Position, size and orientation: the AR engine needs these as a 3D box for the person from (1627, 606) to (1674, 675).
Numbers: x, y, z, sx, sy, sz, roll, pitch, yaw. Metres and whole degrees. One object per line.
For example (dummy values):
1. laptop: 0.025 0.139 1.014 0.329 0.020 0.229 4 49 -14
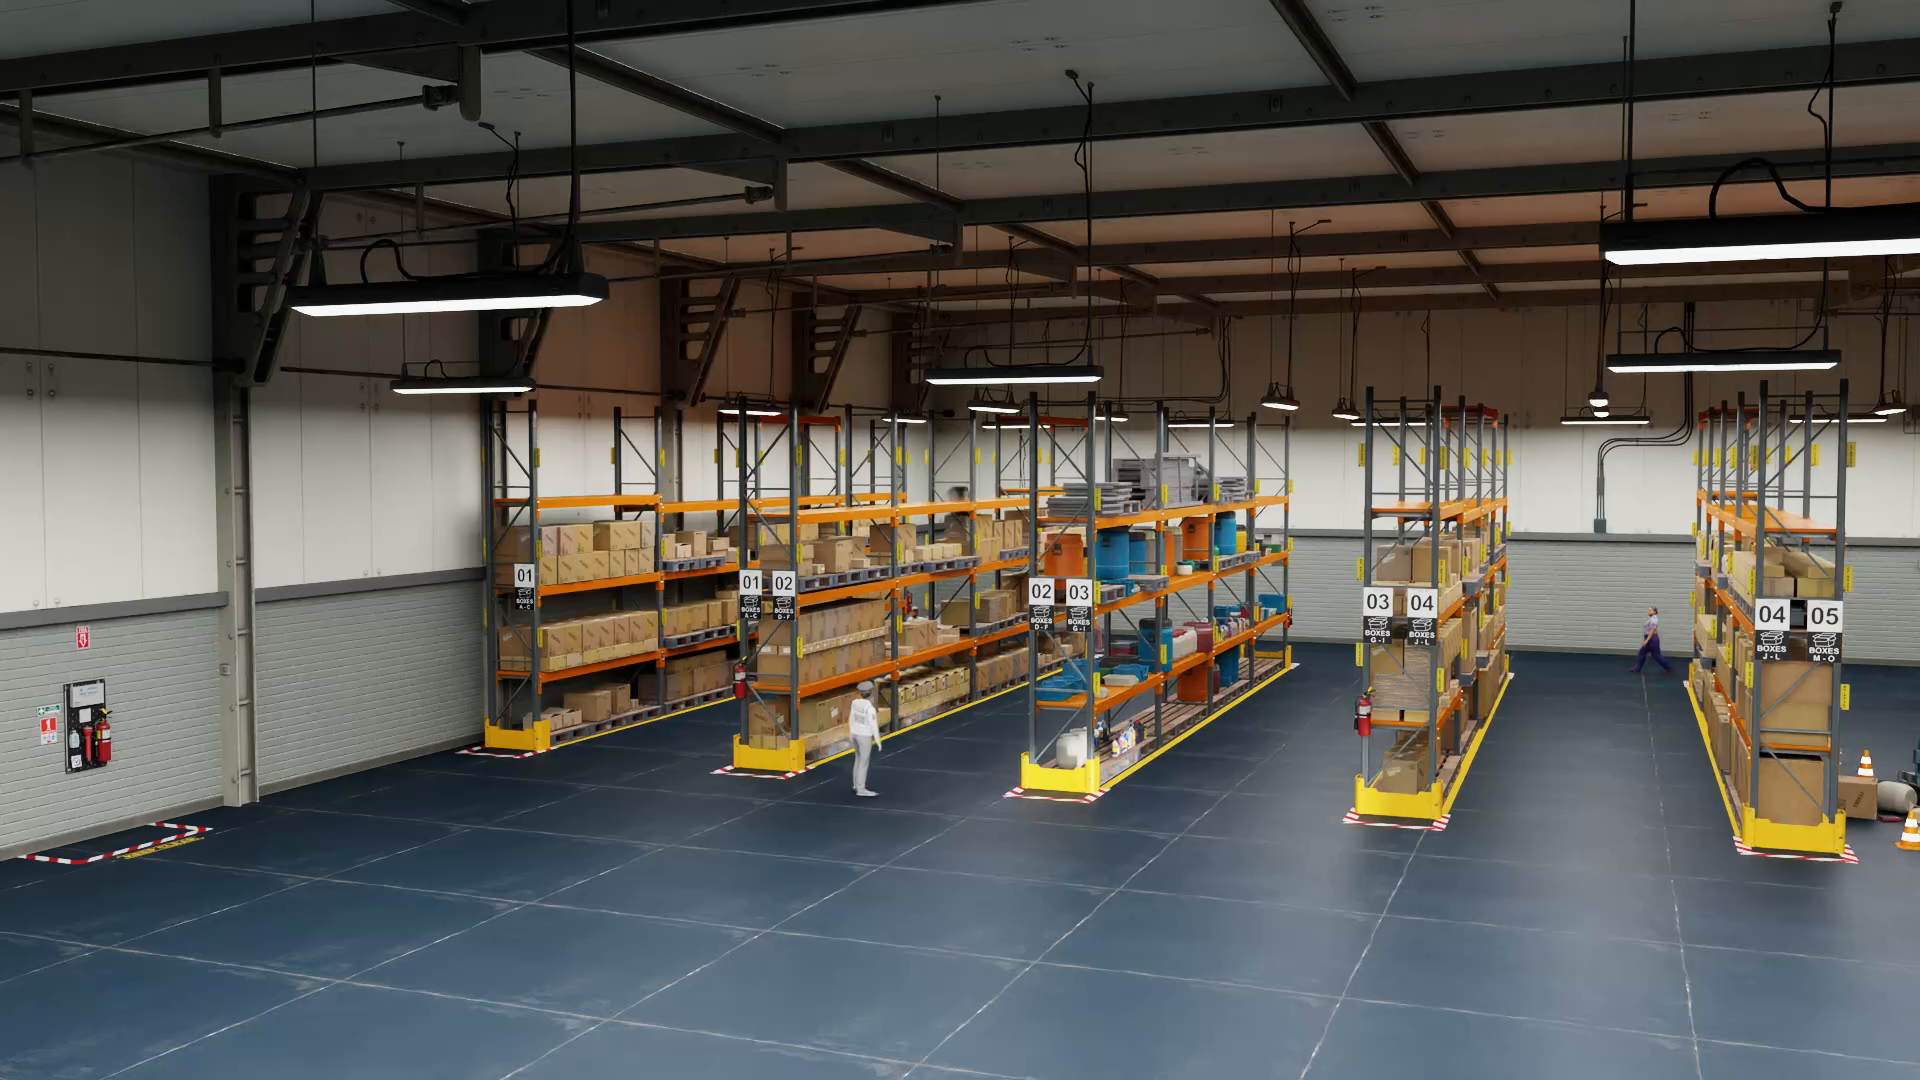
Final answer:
1. person: 15.899 2.310 38.277 1.027 1.593 0.546 1 3 28

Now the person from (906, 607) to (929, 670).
1. person: -1.009 2.364 37.724 0.643 1.669 0.737 2 3 28

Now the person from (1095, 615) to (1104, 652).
1. person: 3.386 2.076 42.843 0.980 1.611 0.542 2 3 36

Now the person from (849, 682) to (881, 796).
1. person: -1.448 2.965 24.748 0.403 1.731 0.616 -2 3 -34
